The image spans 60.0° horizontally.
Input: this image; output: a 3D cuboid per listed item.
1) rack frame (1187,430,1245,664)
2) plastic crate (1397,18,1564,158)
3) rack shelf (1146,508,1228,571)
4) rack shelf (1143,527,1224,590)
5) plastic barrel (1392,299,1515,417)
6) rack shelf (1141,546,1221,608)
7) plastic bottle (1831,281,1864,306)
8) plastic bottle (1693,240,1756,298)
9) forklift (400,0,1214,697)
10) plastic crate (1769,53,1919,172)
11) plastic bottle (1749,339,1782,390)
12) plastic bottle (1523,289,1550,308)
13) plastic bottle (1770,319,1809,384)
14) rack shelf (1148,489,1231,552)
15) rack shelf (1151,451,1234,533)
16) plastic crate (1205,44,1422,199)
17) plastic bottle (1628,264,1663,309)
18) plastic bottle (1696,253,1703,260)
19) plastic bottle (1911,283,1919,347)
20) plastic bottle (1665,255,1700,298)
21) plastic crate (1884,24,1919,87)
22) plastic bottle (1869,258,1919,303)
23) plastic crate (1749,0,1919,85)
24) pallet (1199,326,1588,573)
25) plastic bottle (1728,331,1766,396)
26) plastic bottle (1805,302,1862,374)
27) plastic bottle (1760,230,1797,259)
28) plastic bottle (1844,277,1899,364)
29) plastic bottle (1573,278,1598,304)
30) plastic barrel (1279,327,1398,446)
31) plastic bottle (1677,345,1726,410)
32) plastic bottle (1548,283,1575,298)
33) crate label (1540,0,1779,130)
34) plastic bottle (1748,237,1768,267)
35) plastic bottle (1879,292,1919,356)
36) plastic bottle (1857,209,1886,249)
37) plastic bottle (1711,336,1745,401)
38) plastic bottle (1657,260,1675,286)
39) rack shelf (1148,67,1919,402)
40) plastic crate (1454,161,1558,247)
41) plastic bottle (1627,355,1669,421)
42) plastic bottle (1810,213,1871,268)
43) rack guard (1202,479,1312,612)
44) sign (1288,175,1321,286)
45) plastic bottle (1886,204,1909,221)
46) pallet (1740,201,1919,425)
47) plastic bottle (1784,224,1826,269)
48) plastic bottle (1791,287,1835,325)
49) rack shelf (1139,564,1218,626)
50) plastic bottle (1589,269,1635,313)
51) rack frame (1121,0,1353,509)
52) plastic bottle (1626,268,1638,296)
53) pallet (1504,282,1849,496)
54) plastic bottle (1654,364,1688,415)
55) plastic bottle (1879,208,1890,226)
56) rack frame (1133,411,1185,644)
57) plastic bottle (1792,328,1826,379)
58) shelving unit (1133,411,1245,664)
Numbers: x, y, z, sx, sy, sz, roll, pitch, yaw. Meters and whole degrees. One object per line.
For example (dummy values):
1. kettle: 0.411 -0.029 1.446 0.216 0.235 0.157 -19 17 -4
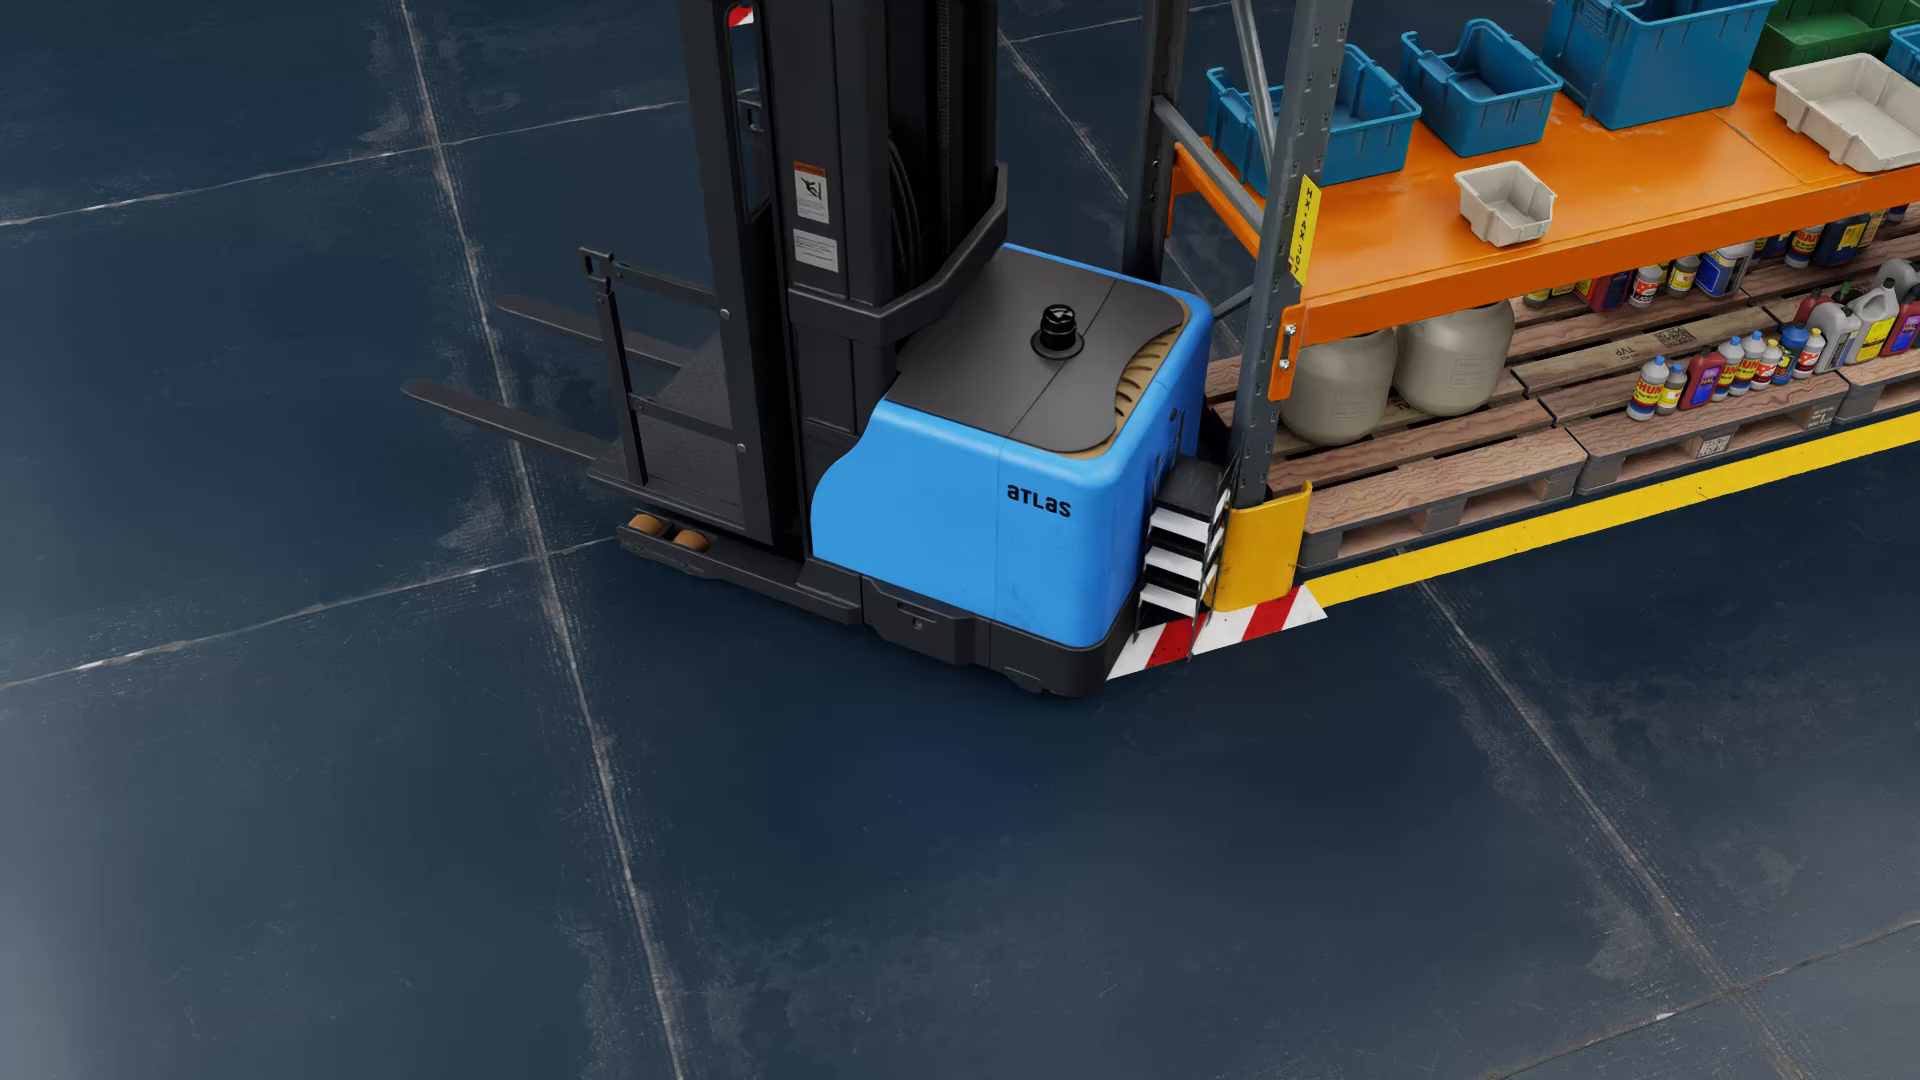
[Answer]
1. rack frame: 0.854 0.039 5.575 0.006 0.900 0.240 19 48 17
2. plastic crate: 1.799 -1.586 5.818 0.408 0.251 0.499 -14 47 -14
3. rack shelf: 0.763 -0.033 5.565 0.200 0.077 0.258 19 48 17
4. rack shelf: 0.762 0.030 5.629 0.200 0.077 0.258 19 48 17
5. plastic barrel: 1.881 -0.767 6.356 0.421 0.512 0.421 0 45 0
6. rack shelf: 0.761 0.094 5.693 0.200 0.077 0.258 19 48 17
7. plastic bottle: 3.528 -0.917 6.653 0.133 0.283 0.061 -14 47 -14
8. plastic bottle: 3.176 -1.165 6.905 0.135 0.276 0.152 -14 47 -14
9. forklift: -0.695 -1.225 5.401 3.031 2.935 1.130 19 48 18
10. plastic crate: 3.138 -1.477 5.790 0.437 0.136 0.530 -14 47 -14
11. plastic bottle: 3.138 -0.693 6.488 0.097 0.201 0.097 0 45 0
12. plastic bottle: 2.395 -1.068 6.862 0.097 0.201 0.097 0 45 0
13. plastic bottle: 3.235 -0.743 6.488 0.097 0.271 0.097 0 45 0
14. rack shelf: 0.764 -0.096 5.501 0.200 0.077 0.258 19 48 17
15. rack shelf: 0.765 -0.159 5.437 0.200 0.077 0.258 19 48 17
16. plastic crate: 1.186 -1.434 5.667 0.616 0.251 0.499 -14 47 -14
17. plastic bottle: 2.832 -1.065 6.859 0.097 0.201 0.097 0 45 0
18. plastic bottle: 3.102 -1.284 6.971 0.185 0.351 0.144 -15 47 -14
19. plastic bottle: 3.891 -0.956 6.645 0.185 0.351 0.144 -17 47 -16
20. plastic bottle: 3.009 -1.116 6.910 0.097 0.201 0.097 0 45 0
21. plastic crate: 3.630 -1.629 5.861 0.616 0.251 0.499 -14 47 -14
22. plastic bottle: 3.817 -1.022 6.763 0.135 0.276 0.152 -14 47 -14
23. plastic crate: 3.206 -1.916 6.191 0.662 0.188 0.450 -14 47 -14
24. pallet: 1.638 -0.424 6.523 1.213 0.211 1.003 -14 47 -14
25. plastic bottle: 3.044 -0.694 6.440 0.097 0.271 0.097 0 45 0
26. plastic bottle: 3.433 -0.815 6.557 0.135 0.276 0.152 -14 47 -13
27. plastic bottle: 3.501 -1.386 7.073 0.185 0.351 0.144 -16 47 -16
28. plastic bottle: 3.587 -0.878 6.567 0.185 0.351 0.144 -15 47 -14
29. plastic bottle: 2.642 -1.137 6.878 0.135 0.276 0.152 -14 47 -14
30. plastic barrel: 1.410 -0.646 6.236 0.421 0.512 0.421 0 45 0
31. plastic bottle: 2.847 -0.634 6.371 0.133 0.283 0.061 -14 47 -13
32. plastic bottle: 2.499 -1.137 6.873 0.133 0.283 0.061 -13 47 -13
33. crate label: 2.456 -1.802 5.903 0.616 0.435 0.502 -14 47 -14
34. plastic bottle: 3.376 -1.298 7.041 0.097 0.271 0.097 0 45 0
35. plastic bottle: 3.752 -0.865 6.602 0.133 0.283 0.061 -11 46 -11
36. plastic bottle: 3.872 -1.374 7.109 0.133 0.283 0.061 -14 47 -14
37. plastic bottle: 2.950 -0.670 6.416 0.097 0.271 0.097 0 45 0
38. plastic bottle: 2.927 -1.239 6.927 0.185 0.351 0.144 -13 46 -12
39. rack shelf: 2.698 -1.394 6.029 4.000 0.370 1.077 -14 47 -14
40. plastic crate: 1.768 -1.075 5.389 0.250 0.136 0.298 -14 47 -14
41. plastic bottle: 2.628 -0.587 6.333 0.097 0.271 0.097 0 45 0
42. plastic bottle: 3.728 -1.335 7.023 0.185 0.351 0.144 -14 47 -14
43. rack guard: 0.872 -0.334 6.230 0.348 0.500 1.175 -14 47 -14
44. sign: 0.999 -0.897 4.831 0.005 0.325 0.100 -14 47 -14
45. plastic bottle: 4.131 -1.536 7.279 0.097 0.271 0.097 0 45 0
46. pallet: 3.933 -1.011 7.108 1.213 0.211 1.003 -14 47 -14
47. plastic bottle: 3.584 -1.288 7.032 0.097 0.271 0.097 0 45 0
48. plastic bottle: 3.396 -0.889 6.625 0.133 0.283 0.061 -14 47 -14
49. rack shelf: 0.760 0.157 5.757 0.200 0.077 0.258 19 48 17
50. plastic bottle: 2.678 -1.069 6.804 0.133 0.283 0.061 -14 47 -14
51. rack frame: 0.817 -1.167 5.295 0.127 3.000 1.000 -14 47 -14
52. plastic bottle: 2.772 -1.170 6.911 0.135 0.276 0.152 -16 47 -15
53. pallet: 2.784 -0.715 6.813 1.213 0.211 1.003 -14 47 -14
54. plastic bottle: 2.725 -0.588 6.383 0.097 0.201 0.097 0 45 0
55. plastic bottle: 4.035 -1.487 7.280 0.097 0.201 0.097 0 45 0
56. rack frame: 0.671 -0.025 5.636 0.006 0.900 0.240 19 48 17
57. plastic bottle: 3.331 -0.743 6.537 0.097 0.201 0.097 0 45 0
58. shelving unit: 0.762 0.007 5.605 0.210 0.900 0.258 19 48 17
